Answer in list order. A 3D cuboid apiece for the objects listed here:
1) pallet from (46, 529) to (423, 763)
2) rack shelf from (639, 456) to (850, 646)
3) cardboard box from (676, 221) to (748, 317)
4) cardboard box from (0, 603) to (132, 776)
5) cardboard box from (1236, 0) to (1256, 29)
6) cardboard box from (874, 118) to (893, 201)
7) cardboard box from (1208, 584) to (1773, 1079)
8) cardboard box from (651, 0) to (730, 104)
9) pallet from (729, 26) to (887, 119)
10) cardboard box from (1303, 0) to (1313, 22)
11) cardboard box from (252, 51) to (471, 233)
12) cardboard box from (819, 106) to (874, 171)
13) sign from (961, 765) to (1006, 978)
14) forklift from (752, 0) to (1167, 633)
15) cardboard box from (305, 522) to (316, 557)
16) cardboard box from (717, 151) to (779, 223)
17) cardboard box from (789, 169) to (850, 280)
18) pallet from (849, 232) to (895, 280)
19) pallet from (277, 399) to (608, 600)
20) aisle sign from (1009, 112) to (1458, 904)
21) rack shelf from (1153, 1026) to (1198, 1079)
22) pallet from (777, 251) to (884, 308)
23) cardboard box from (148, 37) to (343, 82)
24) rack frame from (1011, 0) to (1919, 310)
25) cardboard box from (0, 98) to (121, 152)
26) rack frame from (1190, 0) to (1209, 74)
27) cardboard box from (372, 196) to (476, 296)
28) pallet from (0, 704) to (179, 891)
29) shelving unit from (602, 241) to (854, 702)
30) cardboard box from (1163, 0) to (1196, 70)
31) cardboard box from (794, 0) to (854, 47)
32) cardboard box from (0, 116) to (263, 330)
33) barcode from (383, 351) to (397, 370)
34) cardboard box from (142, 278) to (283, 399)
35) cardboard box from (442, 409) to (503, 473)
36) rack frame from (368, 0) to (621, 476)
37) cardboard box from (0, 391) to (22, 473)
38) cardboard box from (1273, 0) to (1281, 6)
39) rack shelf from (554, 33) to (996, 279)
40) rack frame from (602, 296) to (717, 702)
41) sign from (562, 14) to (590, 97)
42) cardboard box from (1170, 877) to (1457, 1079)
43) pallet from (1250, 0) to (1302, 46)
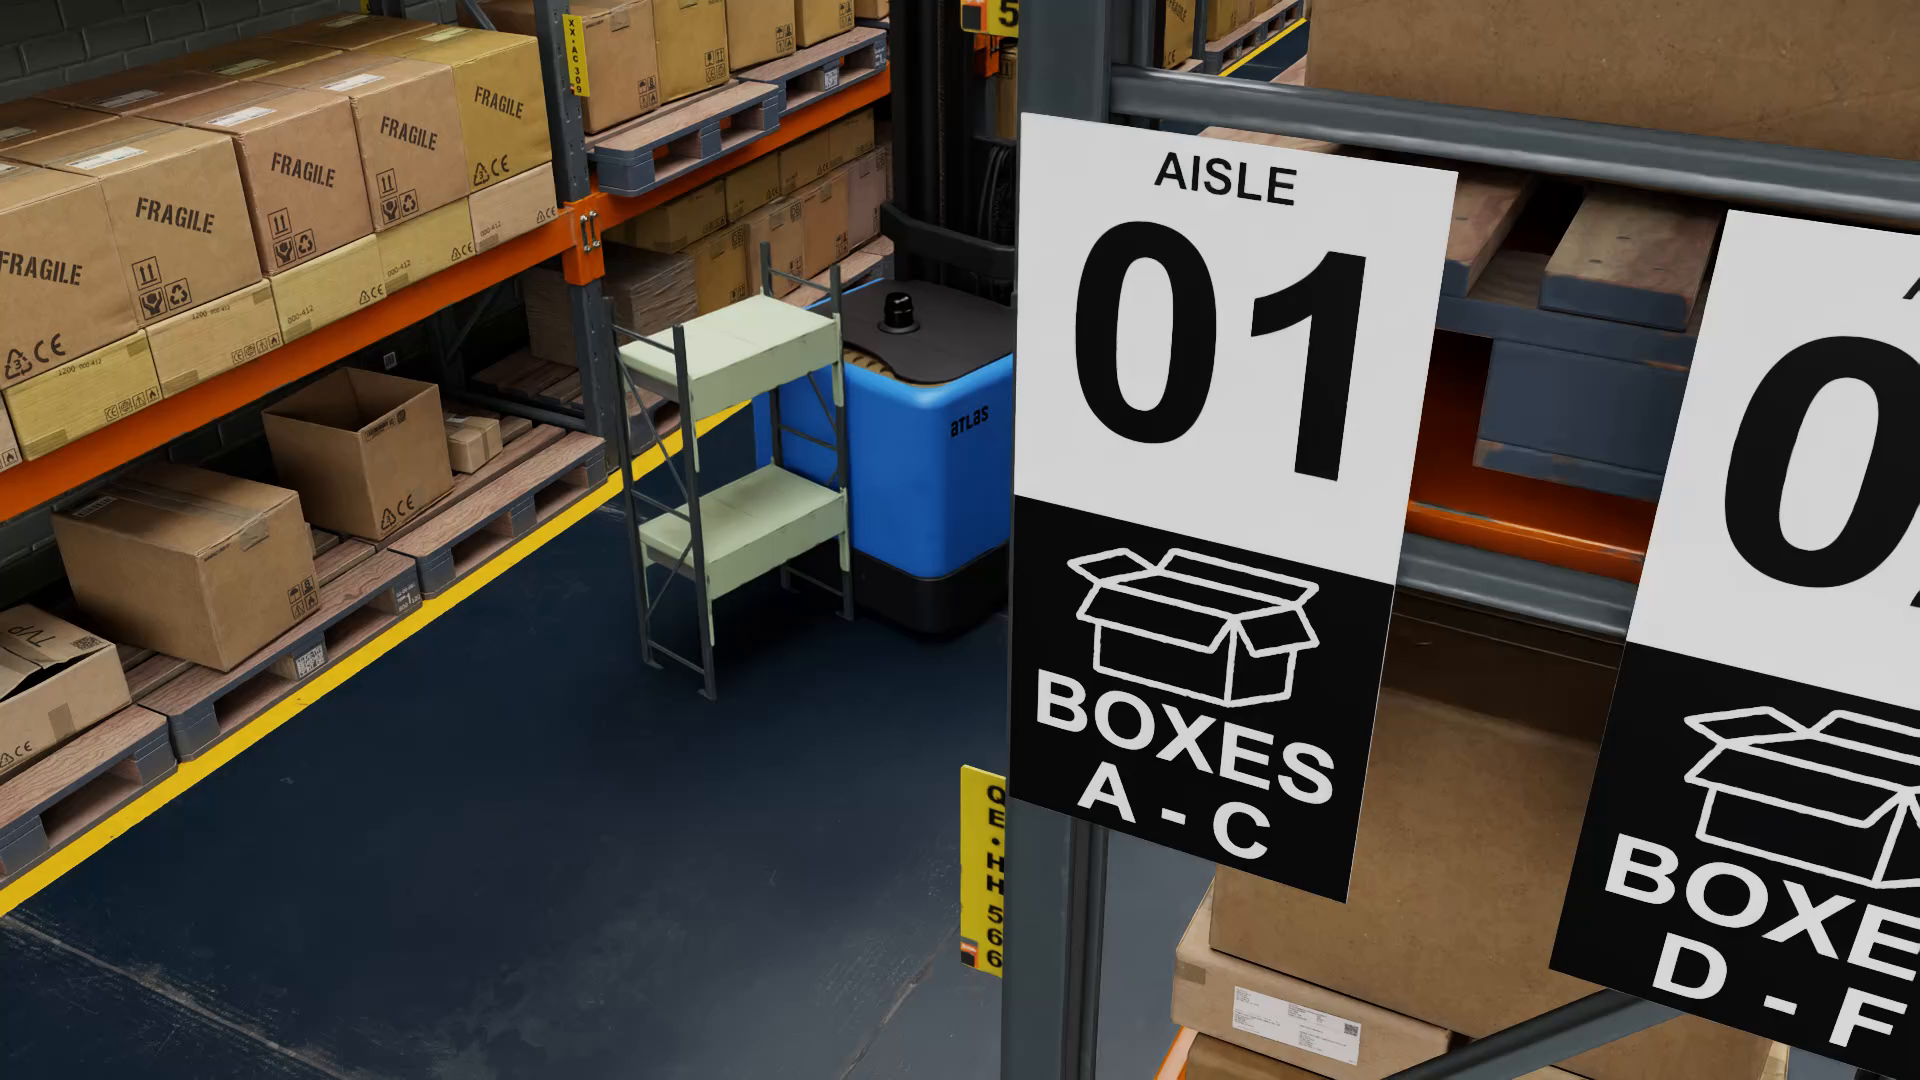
[{"bbox_3d":[-2.895,0.324,6.474,1.003,0.211,1.213,14,33,23],"label":"pallet"},{"bbox_3d":[-0.825,0.028,6.350,0.431,0.370,0.720,23,37,35],"label":"rack shelf"},{"bbox_3d":[-1.555,-1.411,8.764,0.700,0.500,0.500,14,33,22],"label":"cardboard box"},{"bbox_3d":[-3.233,0.475,5.668,0.500,0.311,0.500,17,34,27],"label":"cardboard box"},{"bbox_3d":[2.242,-4.909,14.875,0.700,0.500,0.500,14,33,23],"label":"cardboard box"},{"bbox_3d":[-0.525,-2.283,10.282,0.700,0.500,0.500,15,33,24],"label":"cardboard box"},{"bbox_3d":[0.771,0.328,2.264,0.700,0.500,0.500,14,33,23],"label":"cardboard box"},{"bbox_3d":[-1.543,-2.432,7.931,0.700,0.500,0.500,18,34,28],"label":"cardboard box"},{"bbox_3d":[-1.109,-2.537,8.849,1.003,0.211,1.213,14,33,23],"label":"pallet"},{"bbox_3d":[0.813,-0.888,2.360,0.500,0.250,0.500,14,33,23],"label":"cardboard box"},{"bbox_3d":[-2.228,-1.501,6.228,0.500,0.500,0.500,14,33,23],"label":"cardboard box"},{"bbox_3d":[-0.841,-2.370,9.680,0.500,0.250,0.500,15,33,24],"label":"cardboard box"},{"bbox_3d":[0.047,0.427,2.093,0.100,0.325,0.005,14,33,23],"label":"sign"},{"bbox_3d":[0.496,-1.565,7.032,1.130,2.935,3.031,23,37,35],"label":"forklift"},{"bbox_3d":[-2.813,0.016,6.631,0.380,0.149,0.250,12,32,19],"label":"cardboard box"},{"bbox_3d":[-1.314,-1.924,8.903,0.500,0.250,0.500,13,32,22],"label":"cardboard box"},{"bbox_3d":[-1.065,-1.854,9.535,0.700,0.500,0.500,14,33,23],"label":"cardboard box"},{"bbox_3d":[-0.601,-1.952,10.437,1.003,0.211,1.213,14,33,23],"label":"pallet"},{"bbox_3d":[-2.341,-0.219,7.419,1.003,0.211,1.213,14,33,23],"label":"pallet"},{"bbox_3d":[0.232,-0.004,1.633,0.394,0.787,0.004,14,33,23],"label":"aisle sign"},{"bbox_3d":[1.434,0.587,3.939,1.077,0.370,4.000,14,33,23],"label":"rack shelf"},{"bbox_3d":[-1.158,-1.413,9.499,1.003,0.211,1.213,14,33,23],"label":"pallet"},{"bbox_3d":[-2.705,-1.613,6.425,0.500,0.500,0.500,14,33,23],"label":"cardboard box"},{"bbox_3d":[0.523,-1.440,0.722,1.000,3.000,0.127,14,33,23],"label":"rack frame"},{"bbox_3d":[-3.164,-1.161,5.637,0.500,0.500,0.500,15,33,24],"label":"cardboard box"},{"bbox_3d":[1.578,-5.281,13.433,1.000,3.000,0.127,14,33,23],"label":"rack frame"},{"bbox_3d":[-2.246,-1.180,6.423,0.500,0.250,0.500,14,33,23],"label":"cardboard box"},{"bbox_3d":[-3.452,0.863,5.536,1.003,0.211,1.213,14,33,23],"label":"pallet"},{"bbox_3d":[-0.825,-0.255,6.187,0.431,1.500,0.755,23,37,35],"label":"shelving unit"},{"bbox_3d":[1.398,-4.213,13.311,0.750,0.750,0.750,15,33,24],"label":"cardboard box"},{"bbox_3d":[-0.997,-2.973,8.874,0.700,0.500,0.500,14,33,23],"label":"cardboard box"},{"bbox_3d":[-2.704,-1.049,5.442,0.500,0.500,0.500,15,33,25],"label":"cardboard box"},{"bbox_3d":[-2.526,-0.795,7.369,0.001,0.075,0.075,14,33,23],"label":"barcode"},{"bbox_3d":[-2.690,-0.730,5.640,0.500,0.250,0.500,15,33,24],"label":"cardboard box"},{"bbox_3d":[-2.283,-0.452,7.429,0.380,0.166,0.250,10,31,17],"label":"cardboard box"},{"bbox_3d":[-2.066,-1.734,7.258,1.000,3.000,0.127,14,33,23],"label":"rack frame"},{"bbox_3d":[-3.160,-0.282,4.860,0.500,0.250,0.500,13,32,22],"label":"cardboard box"},{"bbox_3d":[2.714,-5.374,15.684,0.700,0.500,0.500,13,32,22],"label":"cardboard box"},{"bbox_3d":[-1.155,-2.309,8.981,1.077,0.370,4.000,14,33,23],"label":"rack shelf"},{"bbox_3d":[-1.066,-0.117,5.948,0.400,1.500,0.023,23,37,35],"label":"rack frame"},{"bbox_3d":[-1.580,-1.990,6.833,0.100,0.325,0.005,14,33,23],"label":"sign"},{"bbox_3d":[0.528,0.624,2.399,0.380,0.149,0.250,14,33,22],"label":"cardboard box"},{"bbox_3d":[2.549,-4.933,15.629,1.003,0.211,1.213,14,33,23],"label":"pallet"}]
